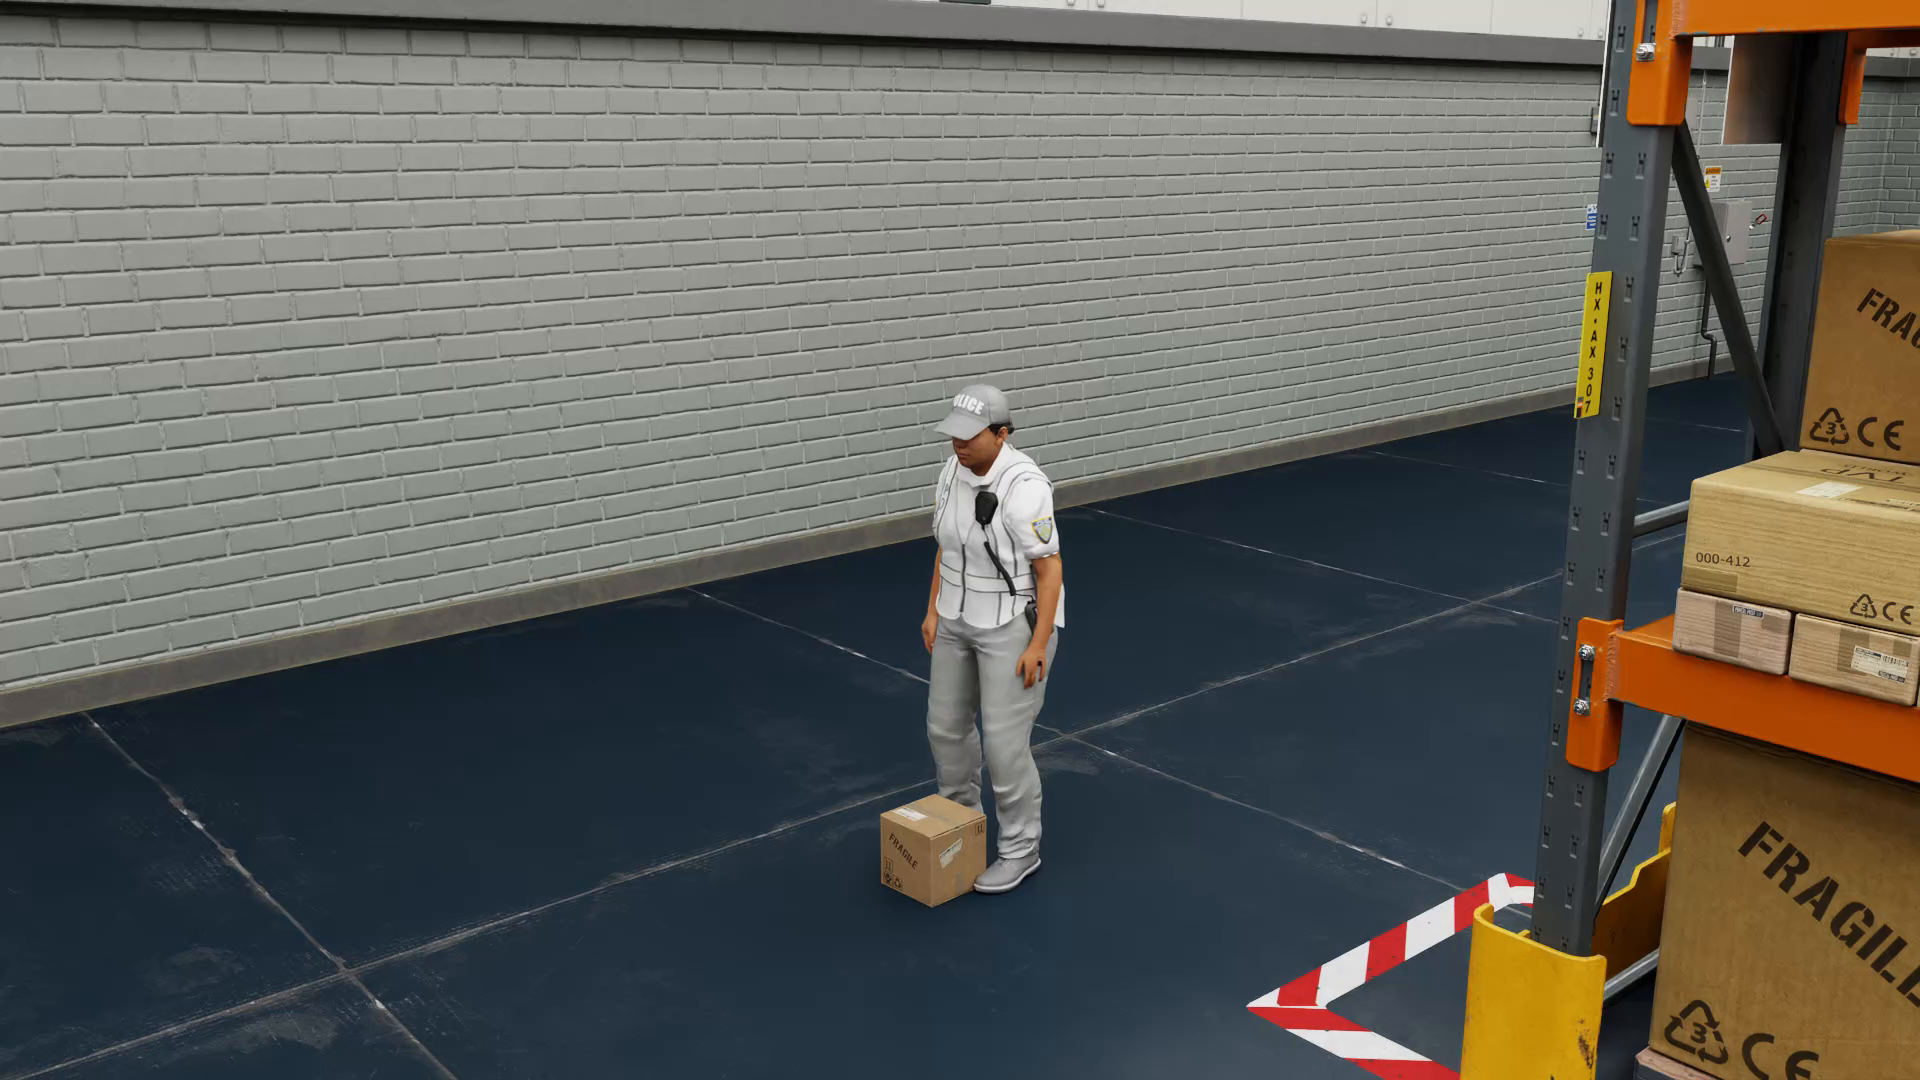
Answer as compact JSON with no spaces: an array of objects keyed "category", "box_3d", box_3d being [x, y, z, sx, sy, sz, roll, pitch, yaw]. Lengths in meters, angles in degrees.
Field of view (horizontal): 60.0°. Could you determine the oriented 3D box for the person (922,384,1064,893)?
[{"category":"person","box_3d":[0.076,0.303,5.470,0.465,1.667,0.564,-13,19,-42]}]
